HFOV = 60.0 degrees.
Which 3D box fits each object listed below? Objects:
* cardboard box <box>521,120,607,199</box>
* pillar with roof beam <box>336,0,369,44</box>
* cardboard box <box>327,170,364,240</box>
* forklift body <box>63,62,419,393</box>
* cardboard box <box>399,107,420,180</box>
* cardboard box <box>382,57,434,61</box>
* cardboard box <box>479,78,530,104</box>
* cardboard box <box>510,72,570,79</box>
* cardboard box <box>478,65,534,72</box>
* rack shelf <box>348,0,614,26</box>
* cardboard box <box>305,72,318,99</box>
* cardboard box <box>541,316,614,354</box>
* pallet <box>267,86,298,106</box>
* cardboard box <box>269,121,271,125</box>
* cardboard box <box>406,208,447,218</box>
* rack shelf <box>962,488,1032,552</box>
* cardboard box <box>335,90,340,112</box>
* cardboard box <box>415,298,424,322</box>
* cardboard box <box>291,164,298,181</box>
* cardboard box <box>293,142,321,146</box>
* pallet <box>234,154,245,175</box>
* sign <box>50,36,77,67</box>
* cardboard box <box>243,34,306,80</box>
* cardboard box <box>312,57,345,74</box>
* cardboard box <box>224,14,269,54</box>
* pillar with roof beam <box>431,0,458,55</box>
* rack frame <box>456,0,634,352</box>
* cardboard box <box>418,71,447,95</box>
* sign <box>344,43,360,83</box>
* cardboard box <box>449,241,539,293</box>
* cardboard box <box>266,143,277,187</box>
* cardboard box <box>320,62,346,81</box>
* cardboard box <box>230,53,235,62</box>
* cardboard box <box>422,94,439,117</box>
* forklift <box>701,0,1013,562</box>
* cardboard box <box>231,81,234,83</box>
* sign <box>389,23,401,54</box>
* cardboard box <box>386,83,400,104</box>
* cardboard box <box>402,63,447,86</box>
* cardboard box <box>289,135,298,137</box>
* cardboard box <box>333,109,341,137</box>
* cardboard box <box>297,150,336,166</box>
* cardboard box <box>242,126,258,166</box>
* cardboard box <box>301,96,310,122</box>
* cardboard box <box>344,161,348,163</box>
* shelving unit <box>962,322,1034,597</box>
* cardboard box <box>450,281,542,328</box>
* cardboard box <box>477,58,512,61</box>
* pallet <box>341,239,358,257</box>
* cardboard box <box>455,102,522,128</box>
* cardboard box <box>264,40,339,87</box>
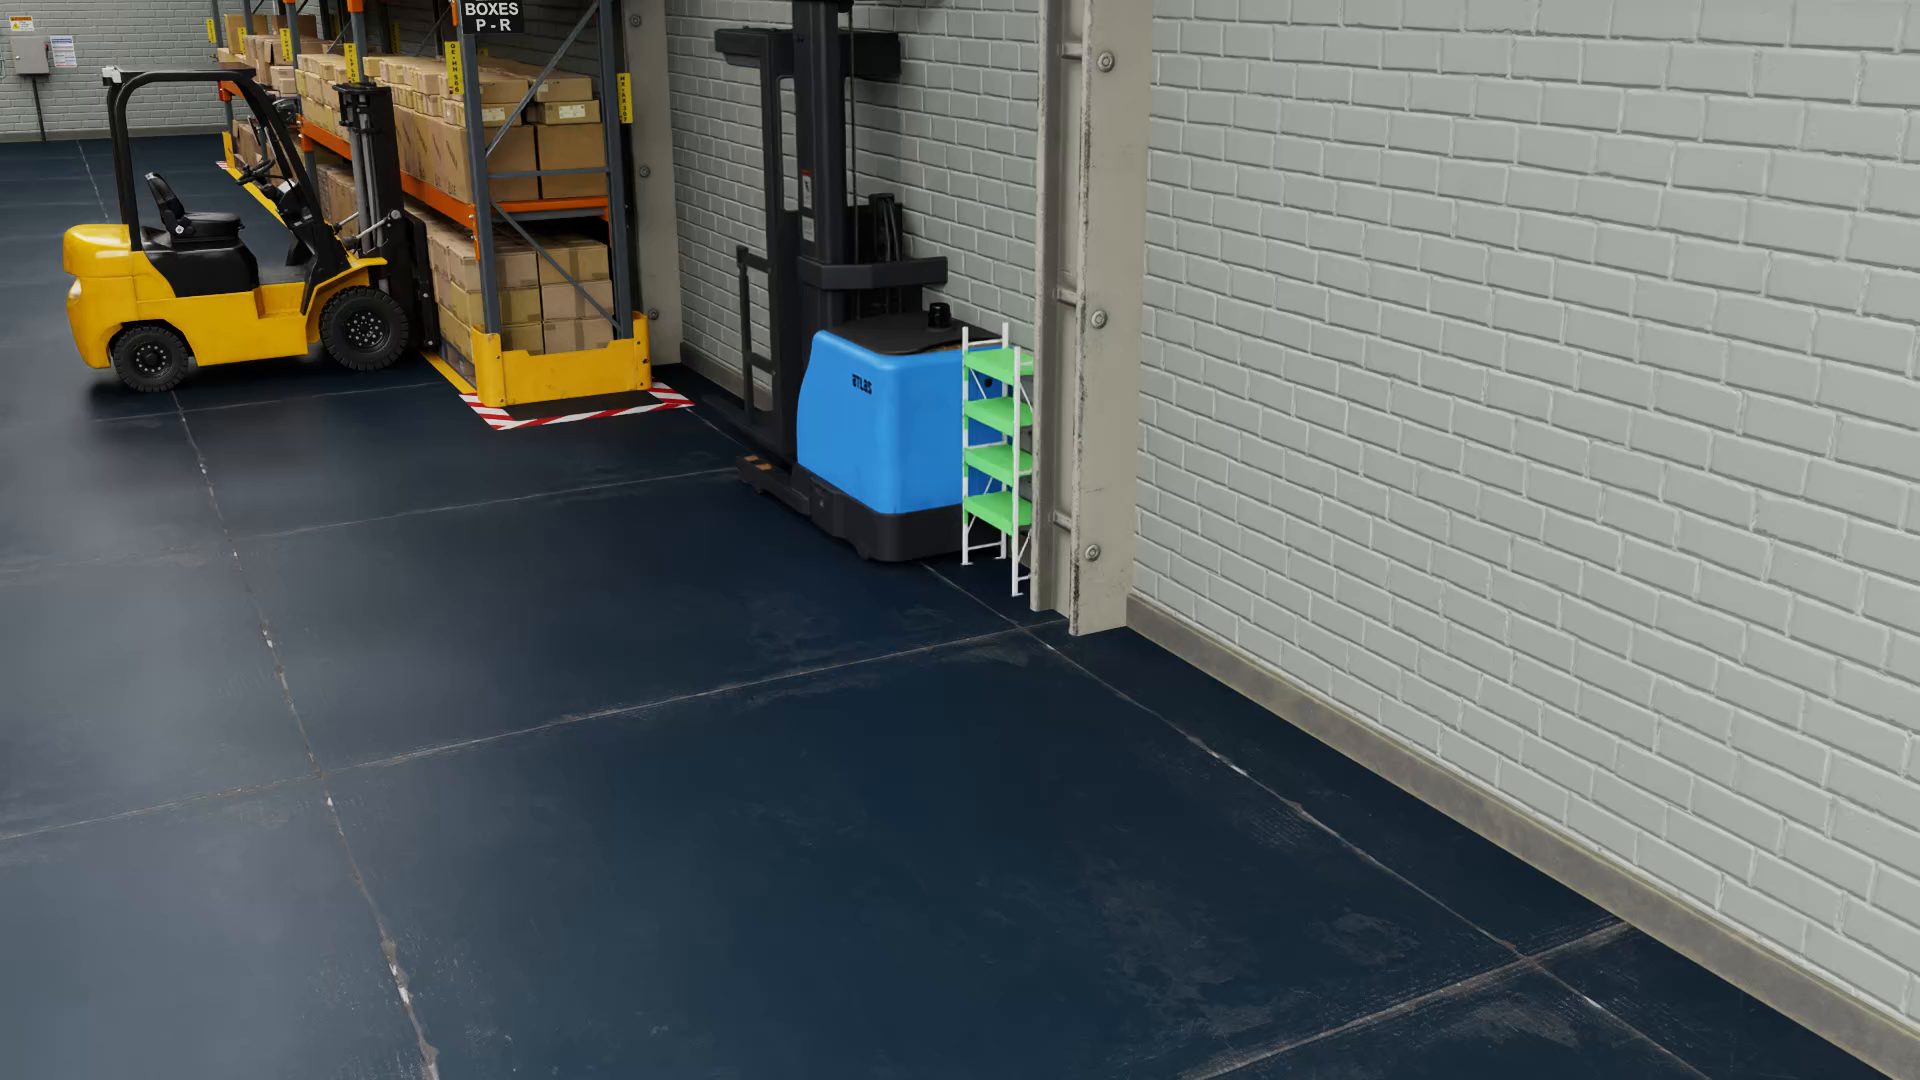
[{"bbox_3d":[-2.751,-2.686,11.663,0.500,0.500,0.500,-9,21,-25],"label":"cardboard box"},{"bbox_3d":[-11.785,-8.407,19.198,9.100,9.000,0.400,-10,21,-27],"label":"pillar with roof beam"},{"bbox_3d":[-5.958,-3.458,17.051,0.875,0.625,0.625,-9,21,-25],"label":"cardboard box"},{"bbox_3d":[-5.266,-2.314,12.039,2.313,2.155,1.214,-10,21,-27],"label":"forklift body"},{"bbox_3d":[-3.955,-3.041,12.693,0.500,0.500,0.500,-10,21,-26],"label":"cardboard box"},{"bbox_3d":[-4.550,-3.900,13.732,0.380,0.149,0.250,-10,21,-26],"label":"cardboard box"},{"bbox_3d":[-3.116,-3.018,11.175,0.380,0.149,0.250,-10,21,-27],"label":"cardboard box"},{"bbox_3d":[-2.964,-3.231,11.793,0.380,0.149,0.250,-10,21,-26],"label":"cardboard box"},{"bbox_3d":[-3.441,-3.526,12.646,0.380,0.149,0.250,-10,21,-26],"label":"cardboard box"},{"bbox_3d":[-3.710,-4.105,12.434,1.077,0.370,4.000,-10,21,-27],"label":"rack shelf"},{"bbox_3d":[-6.327,-4.606,16.845,0.500,0.250,0.500,-9,21,-25],"label":"cardboard box"},{"bbox_3d":[-2.822,-1.523,12.018,0.500,0.250,0.500,-10,21,-26],"label":"cardboard box"},{"bbox_3d":[-7.487,-5.217,19.445,1.003,0.211,1.213,-10,21,-27],"label":"pallet"},{"bbox_3d":[-8.469,-5.227,20.919,0.380,0.149,0.250,-10,22,-28],"label":"cardboard box"},{"bbox_3d":[-4.226,-2.496,13.305,0.500,0.250,0.500,-9,21,-25],"label":"cardboard box"},{"bbox_3d":[0.239,-0.102,8.018,0.258,0.148,0.480,-10,21,-27],"label":"rack shelf"},{"bbox_3d":[-5.369,-4.015,15.131,0.500,0.250,0.500,-11,22,-28],"label":"cardboard box"},{"bbox_3d":[-3.985,-1.873,13.031,0.500,0.250,0.500,-9,21,-25],"label":"cardboard box"},{"bbox_3d":[-7.429,-4.150,19.247,0.500,0.500,0.500,-9,21,-24],"label":"cardboard box"},{"bbox_3d":[-7.622,-4.561,19.444,0.380,0.149,0.250,-11,22,-29],"label":"cardboard box"},{"bbox_3d":[-9.943,-5.477,24.182,1.003,0.211,1.213,-10,21,-27],"label":"pallet"},{"bbox_3d":[-15.169,-8.266,28.133,0.329,0.494,0.001,-10,21,-27],"label":"sign"},{"bbox_3d":[-8.426,-5.970,20.538,0.700,0.500,0.500,-9,21,-25],"label":"cardboard box"},{"bbox_3d":[-6.259,-4.747,16.642,0.380,0.149,0.250,-10,21,-26],"label":"cardboard box"},{"bbox_3d":[-9.667,-6.868,22.560,0.500,0.500,0.500,-9,21,-25],"label":"cardboard box"},{"bbox_3d":[-8.936,-6.684,14.206,9.100,9.000,0.400,-10,21,-27],"label":"pillar with roof beam"},{"bbox_3d":[-2.760,-2.453,11.142,1.000,3.000,0.127,-10,21,-27],"label":"rack frame"},{"bbox_3d":[-3.683,-3.295,11.979,0.380,0.149,0.250,-9,21,-25],"label":"cardboard box"},{"bbox_3d":[-5.133,-4.024,14.042,0.100,0.325,0.005,-10,21,-27],"label":"sign"},{"bbox_3d":[-3.254,-1.908,11.602,0.500,0.250,0.500,-9,21,-25],"label":"cardboard box"},{"bbox_3d":[-8.427,-4.741,20.961,0.500,0.500,0.500,-9,21,-24],"label":"cardboard box"},{"bbox_3d":[-5.844,-4.445,15.768,0.380,0.149,0.250,-11,22,-28],"label":"cardboard box"},{"bbox_3d":[-9.635,-6.511,22.675,0.500,0.250,0.500,-11,22,-28],"label":"cardboard box"},{"bbox_3d":[-3.664,-3.158,12.038,0.380,0.149,0.250,-11,22,-28],"label":"cardboard box"},{"bbox_3d":[-0.634,-1.713,9.103,1.130,2.935,3.031,-10,21,-27],"label":"forklift"},{"bbox_3d":[-9.876,-6.413,23.003,0.380,0.149,0.250,-11,22,-28],"label":"cardboard box"},{"bbox_3d":[-6.072,-5.384,17.861,0.100,0.325,0.005,-10,21,-27],"label":"sign"},{"bbox_3d":[-4.292,-3.521,13.088,0.380,0.149,0.250,-10,22,-27],"label":"cardboard box"},{"bbox_3d":[-4.088,-3.601,12.865,0.380,0.149,0.250,-10,21,-27],"label":"cardboard box"},{"bbox_3d":[-8.049,-4.861,20.315,0.380,0.149,0.250,-10,22,-28],"label":"cardboard box"},{"bbox_3d":[-5.582,-3.925,15.639,0.500,0.250,0.500,-10,21,-26],"label":"cardboard box"},{"bbox_3d":[-7.174,-4.249,18.541,0.380,0.149,0.250,-11,22,-29],"label":"cardboard box"},{"bbox_3d":[-9.616,-5.454,23.027,0.500,0.500,0.500,-10,21,-26],"label":"cardboard box"},{"bbox_3d":[-6.564,-4.514,17.343,0.500,0.250,0.500,-10,21,-26],"label":"cardboard box"},{"bbox_3d":[-6.728,-4.075,19.030,0.500,0.500,0.500,-10,21,-26],"label":"cardboard box"},{"bbox_3d":[0.239,-0.389,7.919,0.258,1.200,0.503,-10,21,-27],"label":"shelving unit"},{"bbox_3d":[-3.267,-1.679,11.705,0.500,0.250,0.500,-10,22,-27],"label":"cardboard box"},{"bbox_3d":[-3.848,-3.837,13.548,0.380,0.149,0.250,-10,22,-28],"label":"cardboard box"},{"bbox_3d":[-5.627,-2.839,16.536,1.003,0.211,1.213,-10,21,-27],"label":"pallet"},{"bbox_3d":[-3.172,-2.863,11.183,0.380,0.149,0.250,-10,21,-26],"label":"cardboard box"},{"bbox_3d":[-7.497,-5.437,18.987,0.797,0.503,0.637,-11,22,-28],"label":"cardboard box"}]
